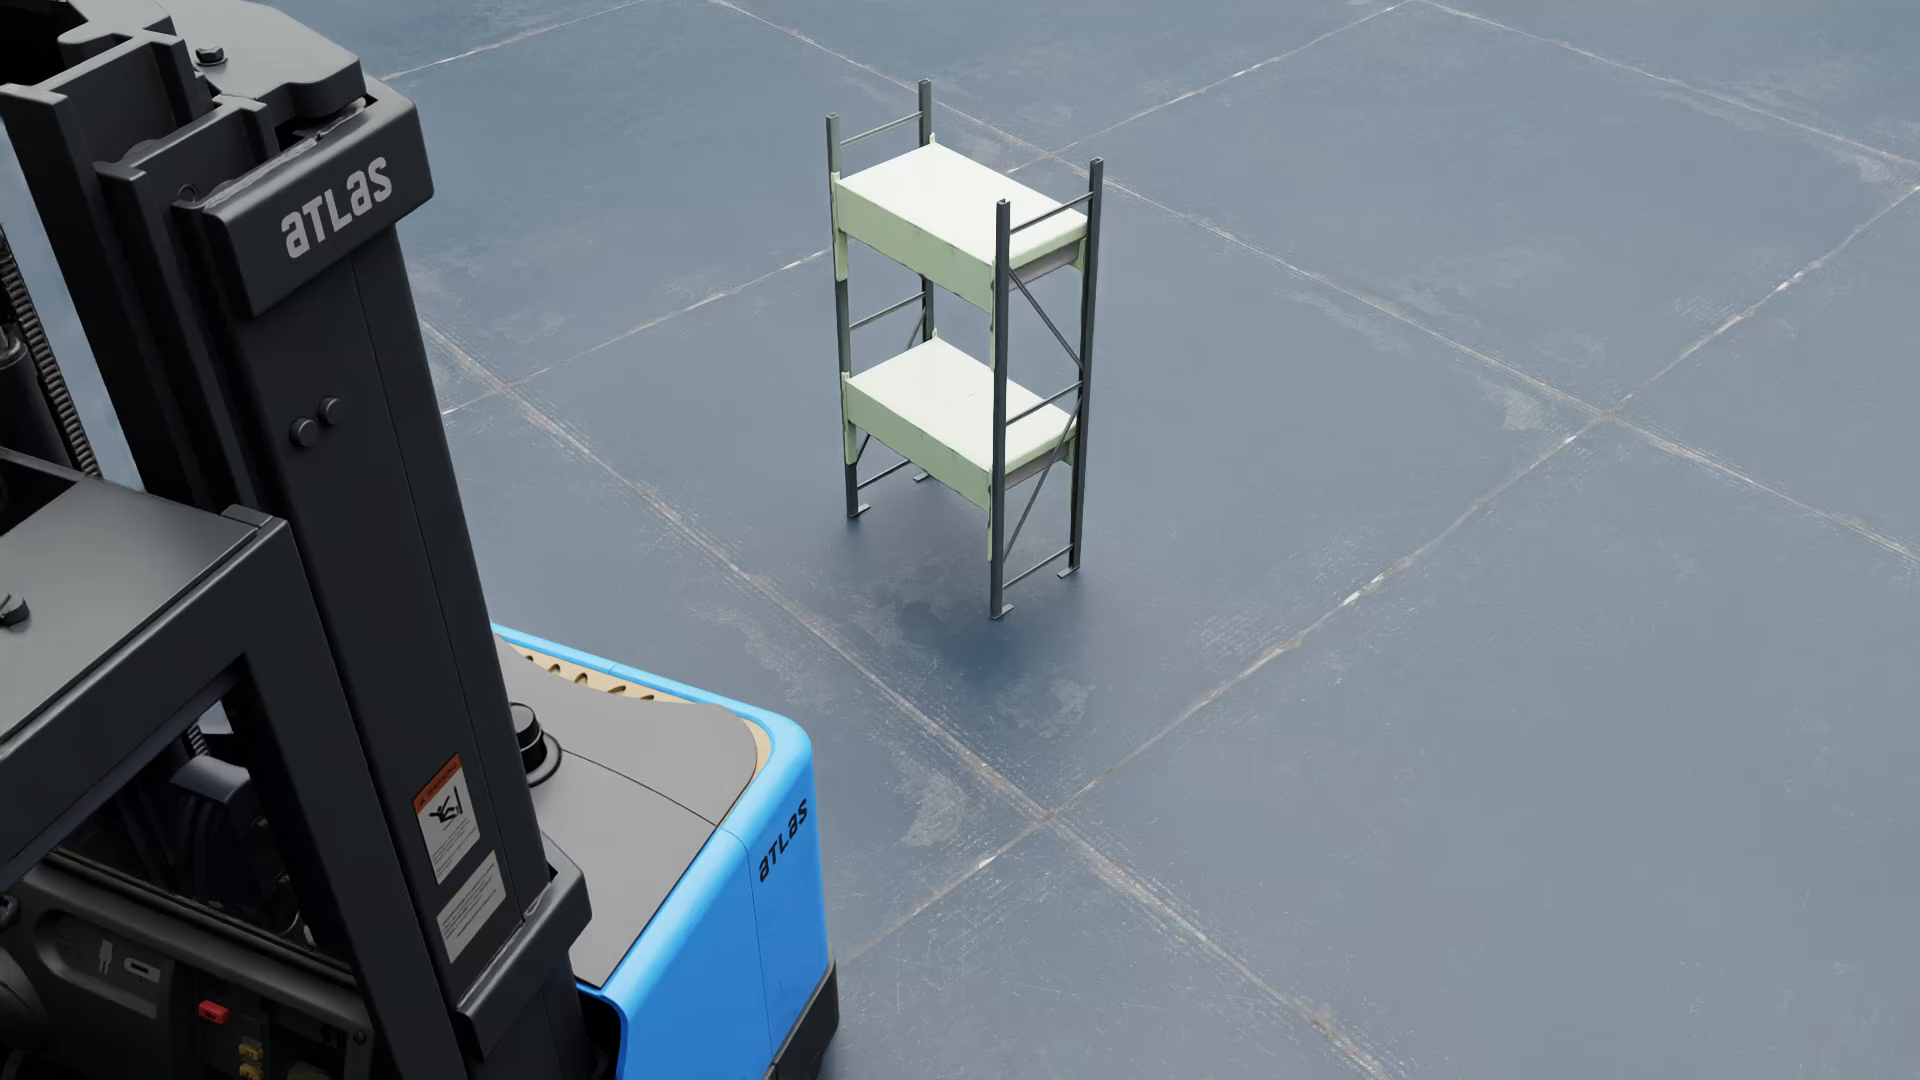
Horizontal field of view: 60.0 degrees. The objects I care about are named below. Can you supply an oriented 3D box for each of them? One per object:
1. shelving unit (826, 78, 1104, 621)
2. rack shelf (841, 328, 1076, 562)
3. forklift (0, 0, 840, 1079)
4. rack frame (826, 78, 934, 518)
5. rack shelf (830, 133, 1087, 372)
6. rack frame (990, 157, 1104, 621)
[{"bbox_3d":[0.005,-0.580,5.275,0.431,1.500,0.755,-30,48,-32],"label":"shelving unit"},{"bbox_3d":[0.005,-0.327,5.480,0.431,0.370,0.720,-30,48,-32],"label":"rack shelf"},{"bbox_3d":[-1.352,0.818,2.404,1.130,2.935,3.031,15,41,18],"label":"forklift"},{"bbox_3d":[-0.243,-0.750,5.485,0.400,1.500,0.023,-30,48,-32],"label":"rack frame"},{"bbox_3d":[0.005,-0.884,5.030,0.431,0.370,0.720,-30,48,-32],"label":"rack shelf"},{"bbox_3d":[0.252,-0.411,5.065,0.400,1.500,0.023,-30,48,-32],"label":"rack frame"}]
